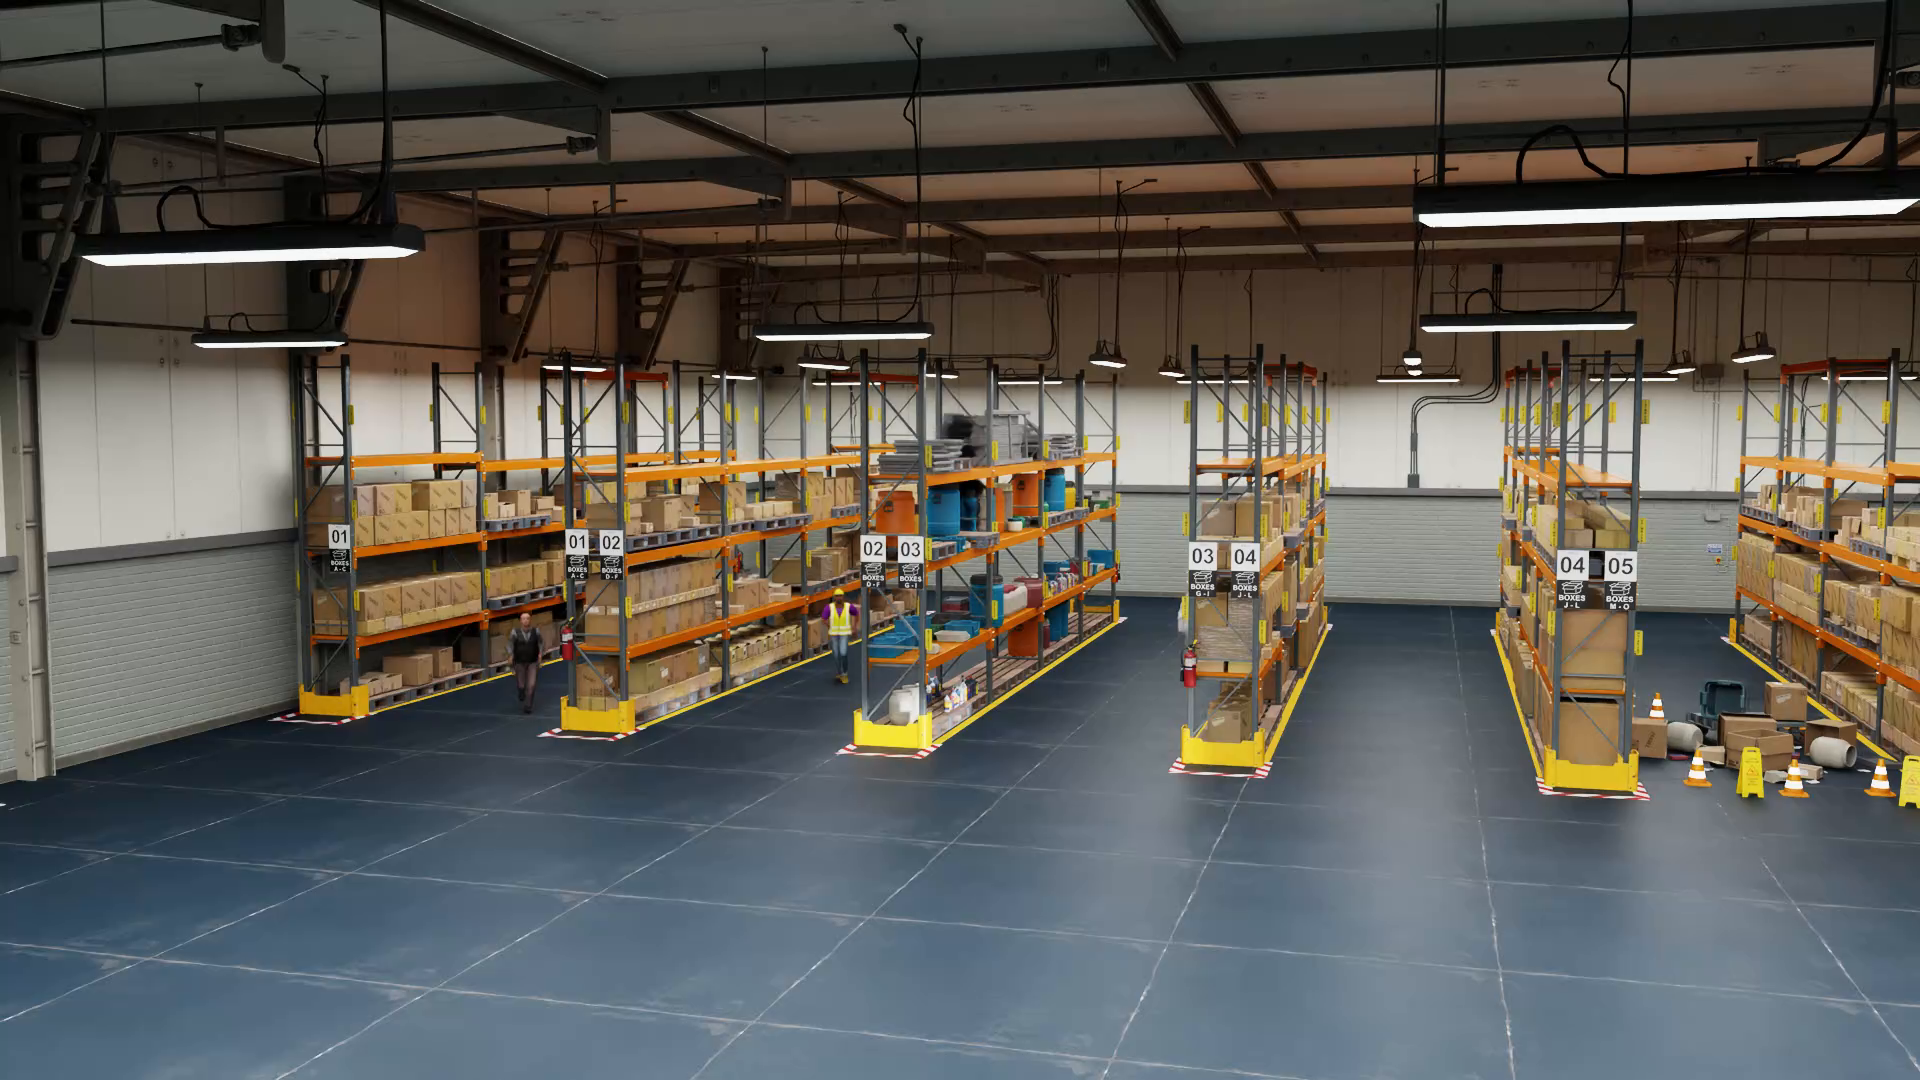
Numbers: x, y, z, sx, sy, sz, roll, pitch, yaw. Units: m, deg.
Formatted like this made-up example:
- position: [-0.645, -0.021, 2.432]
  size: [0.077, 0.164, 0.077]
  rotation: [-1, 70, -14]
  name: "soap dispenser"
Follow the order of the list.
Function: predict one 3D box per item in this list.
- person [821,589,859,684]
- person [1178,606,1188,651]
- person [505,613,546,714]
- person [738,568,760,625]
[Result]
- position: [-2.267, 1.808, 31.090]
  size: [0.675, 1.802, 0.733]
  rotation: [0, 4, 6]
  name: "person"
- position: [4.592, 1.750, 32.707]
  size: [0.602, 1.623, 0.617]
  rotation: [0, 4, 4]
  name: "person"
- position: [-7.336, 2.067, 28.128]
  size: [0.672, 1.676, 0.687]
  rotation: [-1, 4, -17]
  name: "person"
- position: [-4.986, 1.339, 39.492]
  size: [0.612, 1.392, 0.935]
  rotation: [0, 4, -2]
  name: "person"
